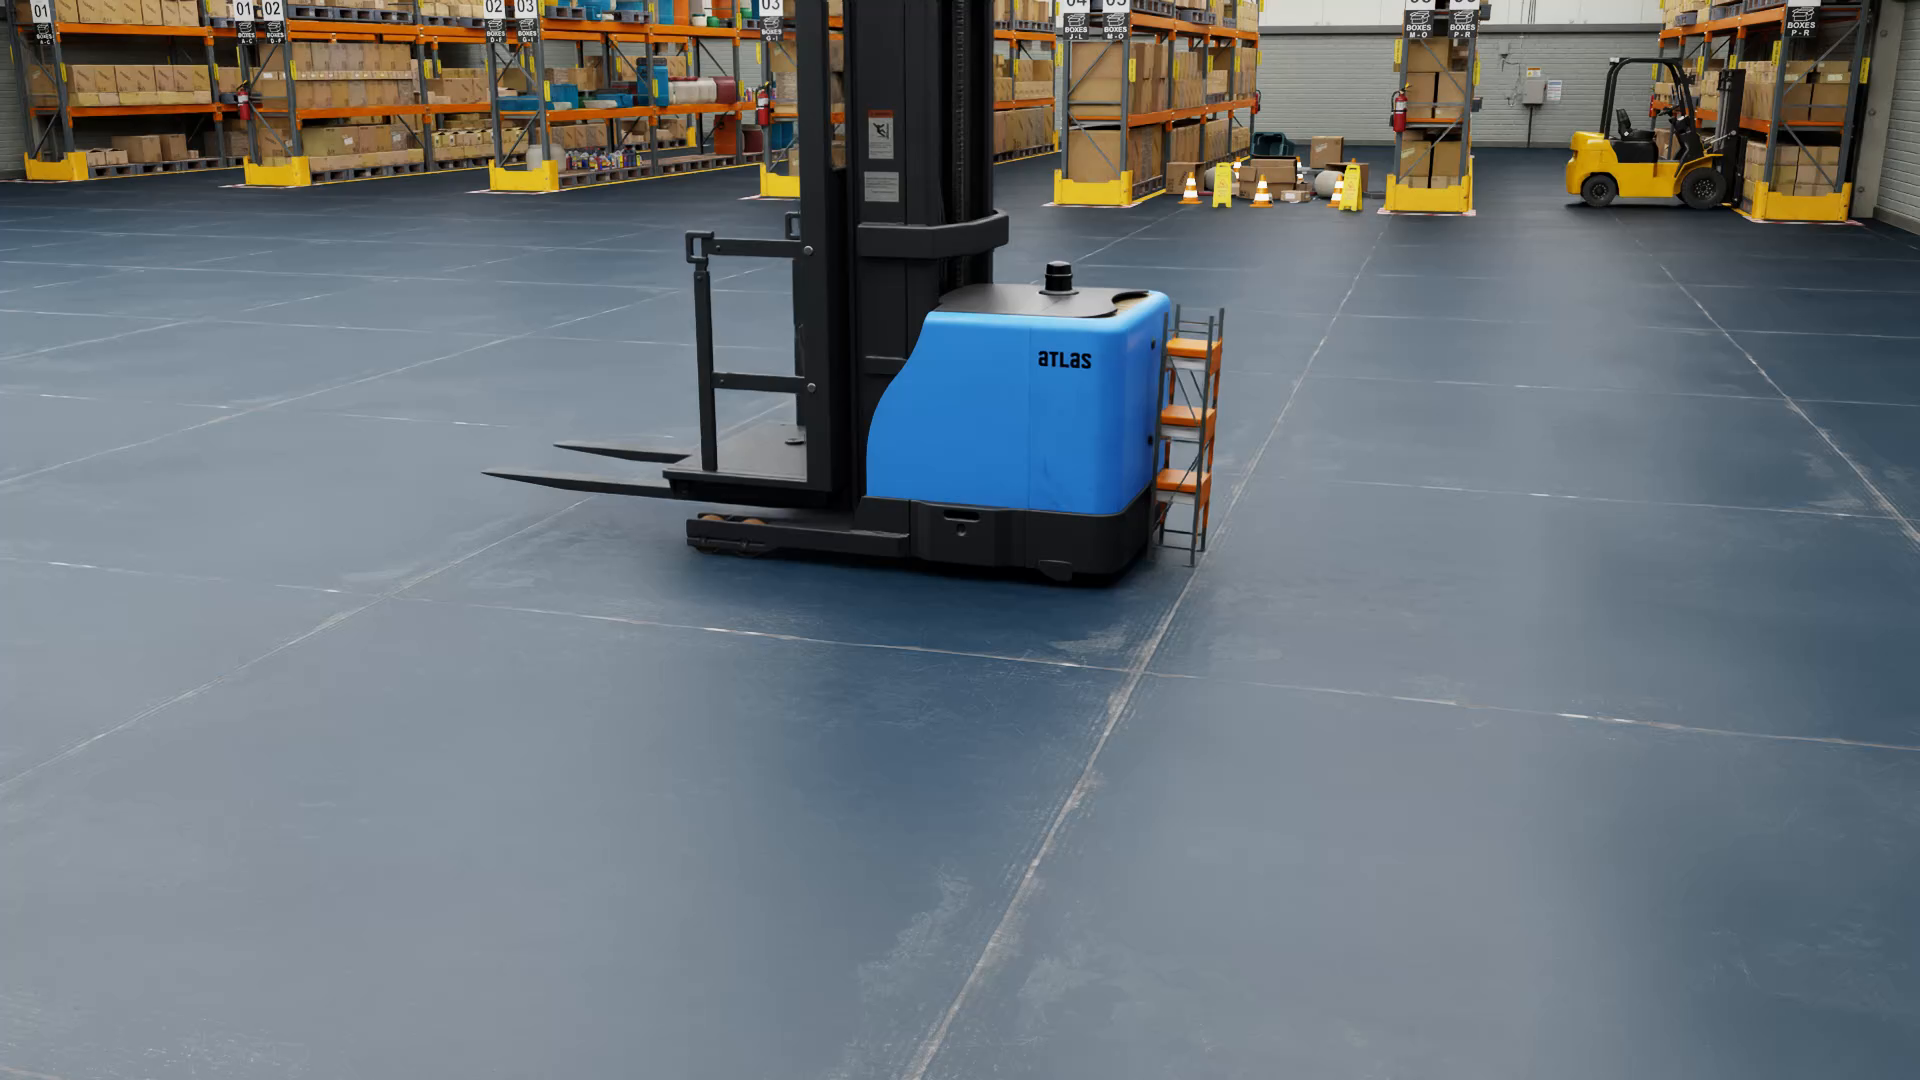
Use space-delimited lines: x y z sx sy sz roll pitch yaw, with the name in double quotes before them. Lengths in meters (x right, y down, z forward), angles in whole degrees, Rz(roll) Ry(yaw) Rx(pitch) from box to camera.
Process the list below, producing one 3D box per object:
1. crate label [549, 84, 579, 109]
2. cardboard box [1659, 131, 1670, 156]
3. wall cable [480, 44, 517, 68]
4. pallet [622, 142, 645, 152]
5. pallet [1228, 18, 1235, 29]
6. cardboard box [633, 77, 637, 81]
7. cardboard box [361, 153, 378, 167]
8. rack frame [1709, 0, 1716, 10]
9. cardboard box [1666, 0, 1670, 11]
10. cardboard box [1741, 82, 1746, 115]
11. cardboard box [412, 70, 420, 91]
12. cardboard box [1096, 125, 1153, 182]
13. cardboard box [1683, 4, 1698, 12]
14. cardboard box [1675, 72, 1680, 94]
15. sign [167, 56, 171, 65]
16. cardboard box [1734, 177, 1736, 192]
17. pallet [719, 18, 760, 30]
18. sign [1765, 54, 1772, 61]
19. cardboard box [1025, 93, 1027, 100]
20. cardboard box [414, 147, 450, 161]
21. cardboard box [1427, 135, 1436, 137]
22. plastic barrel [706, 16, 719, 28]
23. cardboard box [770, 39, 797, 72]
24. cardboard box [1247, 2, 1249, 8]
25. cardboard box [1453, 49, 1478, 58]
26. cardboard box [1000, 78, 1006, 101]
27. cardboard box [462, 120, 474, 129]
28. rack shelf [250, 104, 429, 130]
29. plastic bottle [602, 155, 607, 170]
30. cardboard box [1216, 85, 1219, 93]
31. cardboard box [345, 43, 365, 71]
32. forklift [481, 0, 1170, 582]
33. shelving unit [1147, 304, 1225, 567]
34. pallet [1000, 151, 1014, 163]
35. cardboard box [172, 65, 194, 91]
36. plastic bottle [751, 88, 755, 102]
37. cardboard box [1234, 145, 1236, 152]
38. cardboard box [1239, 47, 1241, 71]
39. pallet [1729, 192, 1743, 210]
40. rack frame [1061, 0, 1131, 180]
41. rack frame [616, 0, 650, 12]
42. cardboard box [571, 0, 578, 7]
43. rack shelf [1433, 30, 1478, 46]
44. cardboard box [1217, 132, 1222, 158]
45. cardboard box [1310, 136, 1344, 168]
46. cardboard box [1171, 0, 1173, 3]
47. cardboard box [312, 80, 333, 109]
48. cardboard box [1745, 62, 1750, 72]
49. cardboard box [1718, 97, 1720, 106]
"crate label" -7.164 -7.937 29.749 0.502 0.435 0.616 5 16 16
"cardboard box" 15.289 -8.421 35.333 0.700 0.500 0.500 4 16 14
"wall cable" -12.923 -13.268 46.750 0.084 1.984 1.851 5 16 16
"pallet" -8.570 -9.780 41.422 1.003 0.211 1.213 5 16 16
"pallet" 5.180 -10.961 35.323 1.213 0.211 1.003 5 16 16
"cardboard box" -8.217 -11.236 41.263 0.500 0.500 0.500 5 17 17
"cardboard box" -11.383 -7.197 31.475 0.500 0.250 0.500 5 16 16
"rack frame" 13.856 -10.860 29.125 1.000 3.000 0.127 5 16 16
"cardboard box" 15.600 -11.593 36.021 0.500 0.250 0.500 5 16 15
"cardboard box" 12.210 -6.742 25.418 0.500 0.500 0.500 5 17 17
"cardboard box" -13.541 -11.251 40.734 0.500 0.500 0.500 5 17 16
"cardboard box" 2.686 -6.453 27.707 0.875 0.875 0.875 5 17 16
"cardboard box" 14.287 -10.347 32.321 0.380 0.149 0.250 5 17 17
"cardboard box" 14.493 -9.025 32.700 0.700 0.500 0.500 5 17 16
"sign" -16.323 -9.831 34.371 0.100 0.325 0.005 5 16 16
"cardboard box" 11.840 -5.304 24.803 0.500 0.250 0.500 5 17 18
"pallet" -4.843 -11.055 35.656 1.003 0.211 1.213 5 16 16
"sign" 14.389 -8.488 29.637 0.100 0.325 0.005 5 16 16
"cardboard box" 1.356 -10.310 38.641 0.380 0.149 0.250 4 16 14
"cardboard box" -10.687 -7.814 33.651 0.500 0.250 0.500 4 16 15
"cardboard box" 7.391 -6.277 26.856 0.500 0.500 0.500 5 17 18
"plastic barrel" -5.176 -10.810 34.731 0.294 0.245 0.294 0 16 0
"cardboard box" -2.760 -7.868 27.012 0.500 0.500 0.500 5 16 16
"cardboard box" 6.323 -12.100 37.625 0.380 0.149 0.250 4 16 14
"cardboard box" 8.432 -8.112 27.745 0.380 0.149 0.250 5 16 16
"cardboard box" 0.713 -9.948 36.722 0.500 0.500 0.500 5 17 18
"cardboard box" -13.060 -10.643 43.167 0.700 0.500 0.500 4 16 15
"rack shelf" -11.608 -7.979 31.283 1.077 0.370 4.000 5 16 16
"plastic bottle" -6.488 -6.882 30.290 0.097 0.271 0.097 0 16 0
"cardboard box" 5.167 -9.382 34.601 0.380 0.149 0.250 5 17 18
"cardboard box" -11.587 -9.010 31.039 0.700 0.500 0.500 5 16 16
"forklift" -0.652 -1.463 7.117 3.031 2.935 1.130 5 17 18
"shelving unit" 0.937 -0.434 6.920 0.215 1.050 0.252 7 17 17
"pallet" 0.584 -8.623 37.345 1.003 0.211 1.213 5 16 16
"cardboard box" -15.764 -9.251 33.313 0.500 0.500 0.500 5 16 16
"plastic bottle" -4.508 -9.695 36.226 0.061 0.283 0.133 5 16 16
"cardboard box" 5.945 -8.732 37.072 0.380 0.149 0.250 5 17 18
"cardboard box" 5.952 -10.670 36.888 0.500 0.500 0.500 4 16 14
"pallet" 12.108 -5.061 24.784 1.003 0.211 1.213 5 16 16
"rack frame" 2.047 -6.622 25.179 1.000 3.000 0.127 5 16 16
"rack frame" -6.291 -11.350 30.853 1.000 3.000 0.127 5 16 16
"cardboard box" -9.148 -12.380 38.847 0.600 0.600 0.600 4 16 15
"rack shelf" 9.664 -9.978 32.831 1.077 0.370 4.000 5 16 16
"cardboard box" 5.193 -8.280 34.834 0.500 0.500 0.500 4 16 15
"cardboard box" 6.244 -6.603 28.305 0.500 0.500 0.500 5 16 16
"cardboard box" 3.387 -9.121 27.999 0.380 0.149 0.250 5 16 16
"cardboard box" -11.887 -8.109 30.239 0.700 0.500 0.500 5 17 17
"cardboard box" 12.121 -7.168 25.186 0.380 0.149 0.250 5 17 17
"cardboard box" 12.749 -7.139 27.276 0.500 0.250 0.500 5 16 16
